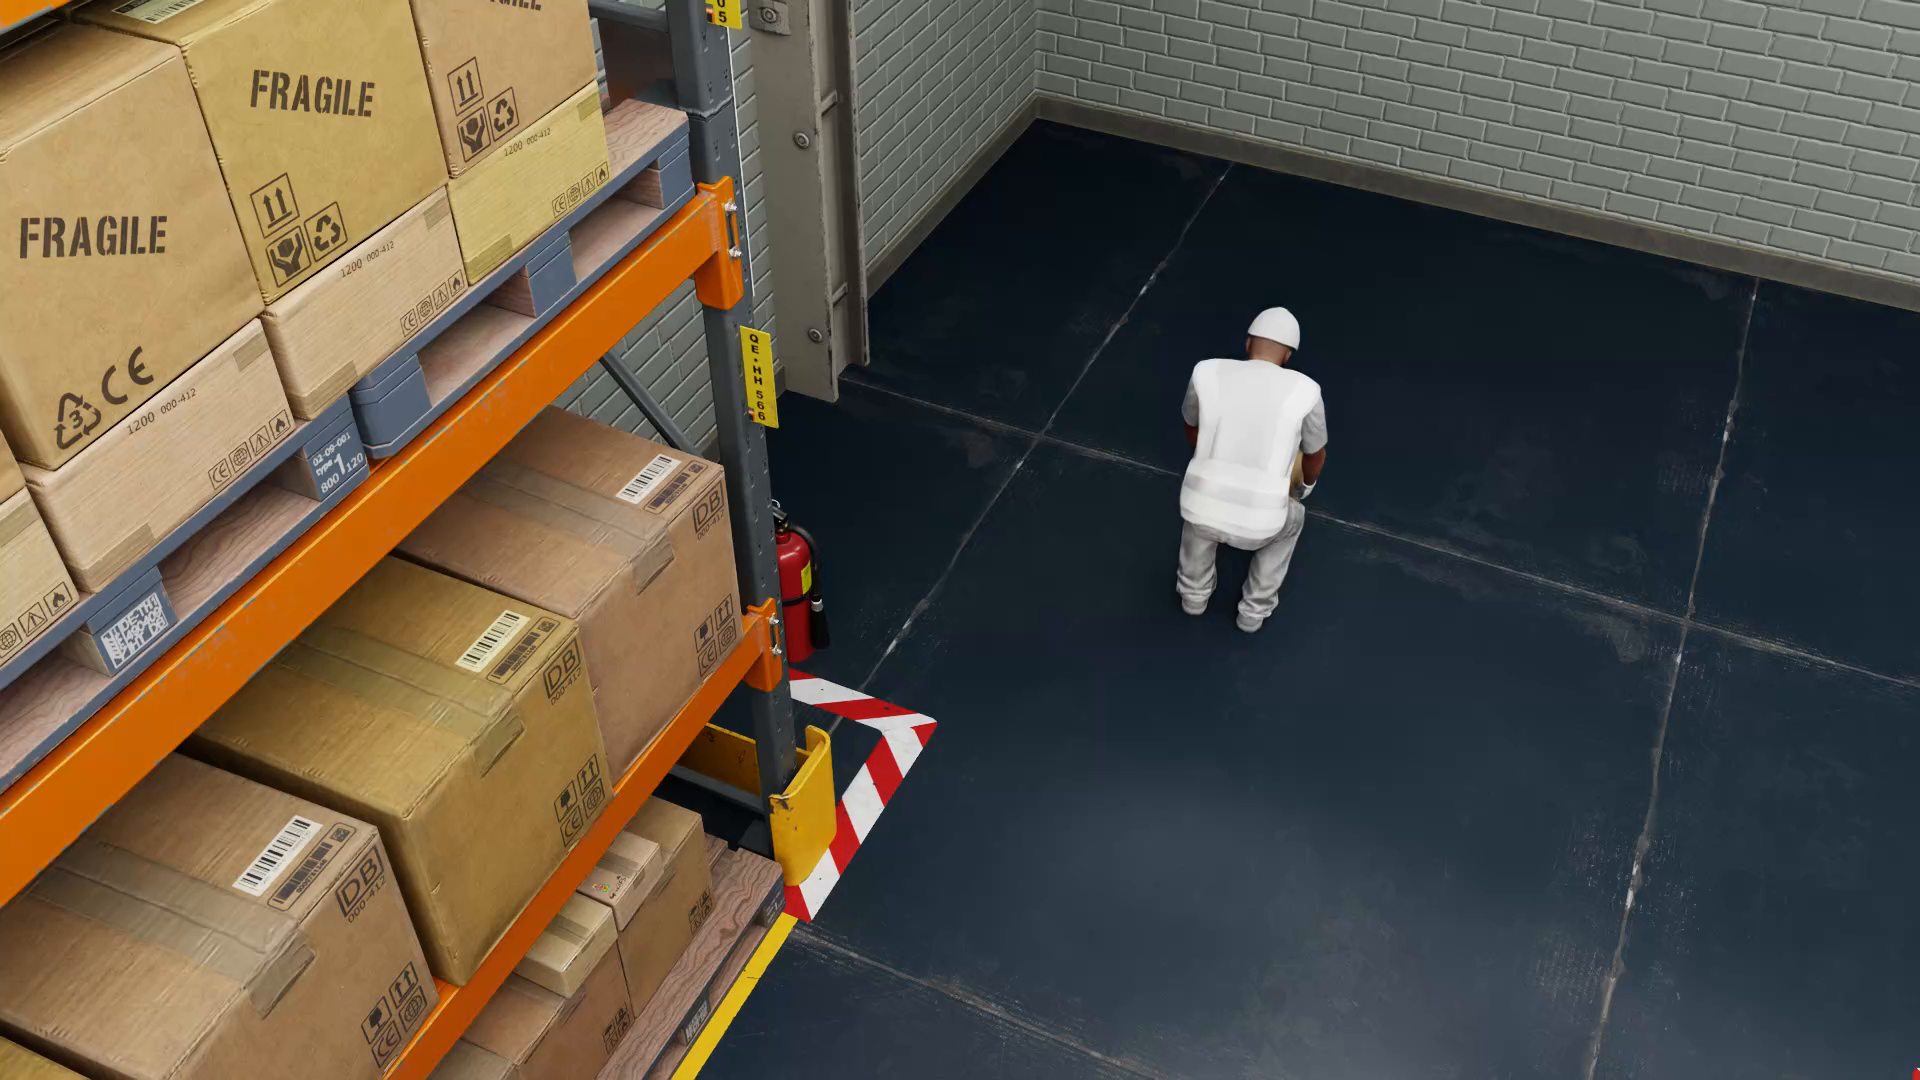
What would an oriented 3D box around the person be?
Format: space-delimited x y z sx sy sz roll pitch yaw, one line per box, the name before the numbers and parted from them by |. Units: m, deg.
person | 1.144 -0.256 6.825 0.607 1.264 0.833 17 44 18
